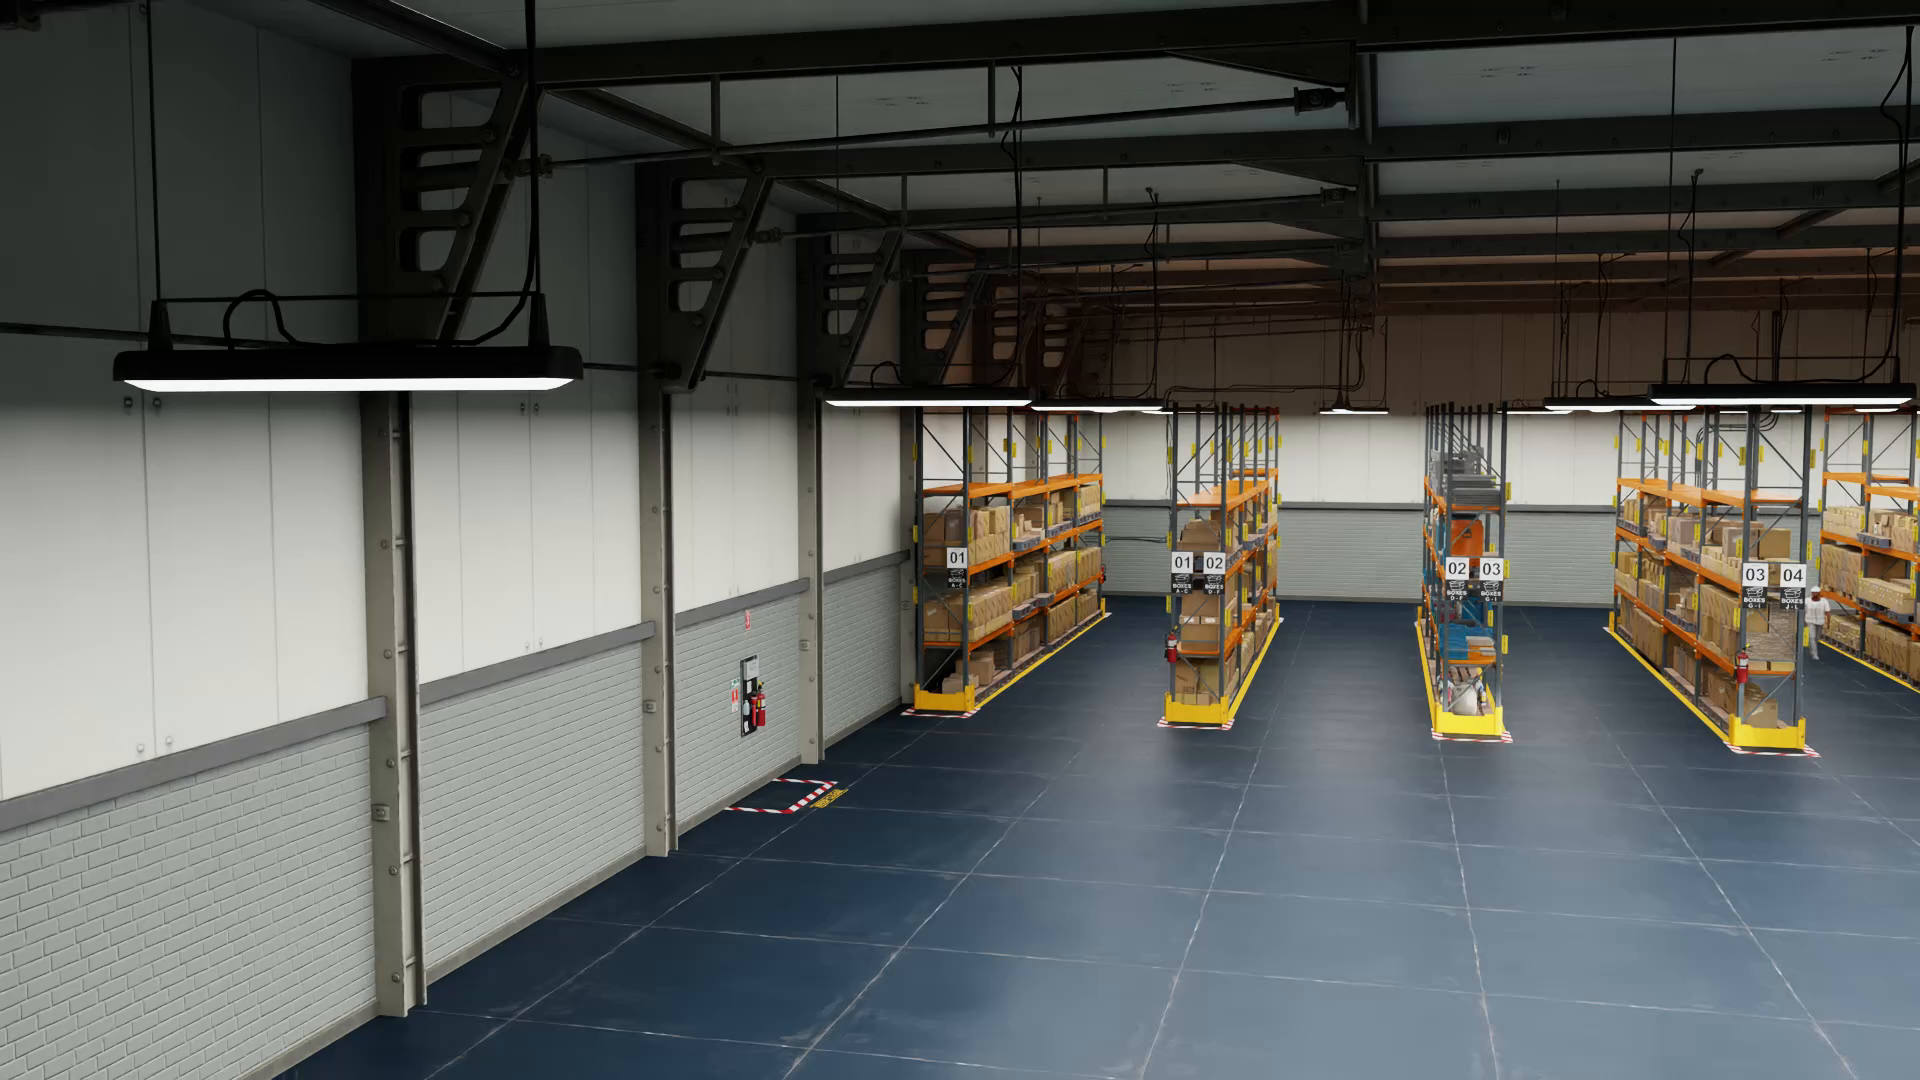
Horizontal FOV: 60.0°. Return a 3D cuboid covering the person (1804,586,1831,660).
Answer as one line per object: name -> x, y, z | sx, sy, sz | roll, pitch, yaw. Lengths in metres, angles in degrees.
person -> 20.258, 1.950, 39.328 | 0.553, 1.710, 1.081 | 1, 4, 12
